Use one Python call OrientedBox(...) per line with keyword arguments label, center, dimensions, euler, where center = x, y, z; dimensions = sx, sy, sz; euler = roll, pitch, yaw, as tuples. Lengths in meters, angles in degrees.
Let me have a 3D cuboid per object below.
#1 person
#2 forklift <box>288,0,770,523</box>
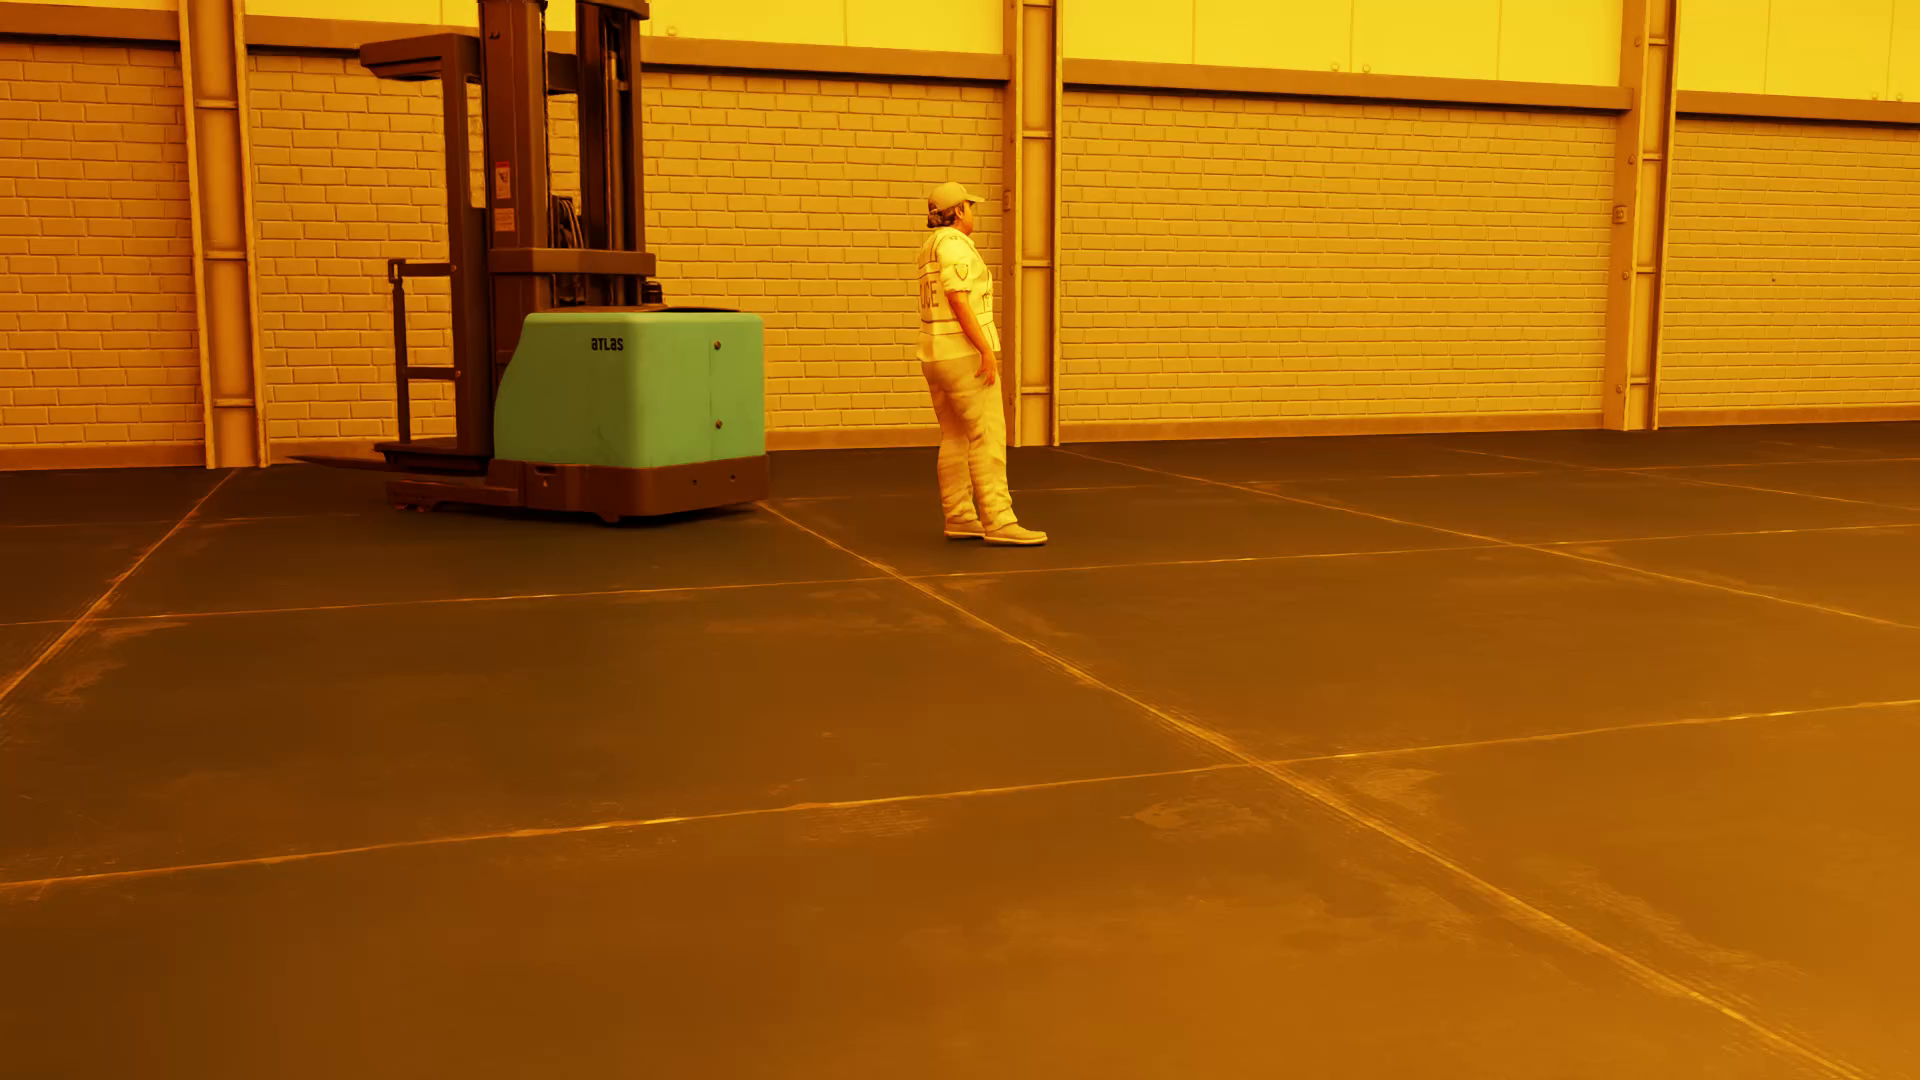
OrientedBox(label="person", center=(0.080, -0.833, 7.813), dimensions=(0.529, 1.670, 0.598), euler=(-3, 8, -18))
OrientedBox(label="forklift", center=(-2.559, -1.660, 9.257), dimensions=(3.031, 2.935, 1.130), euler=(5, 9, 32))
